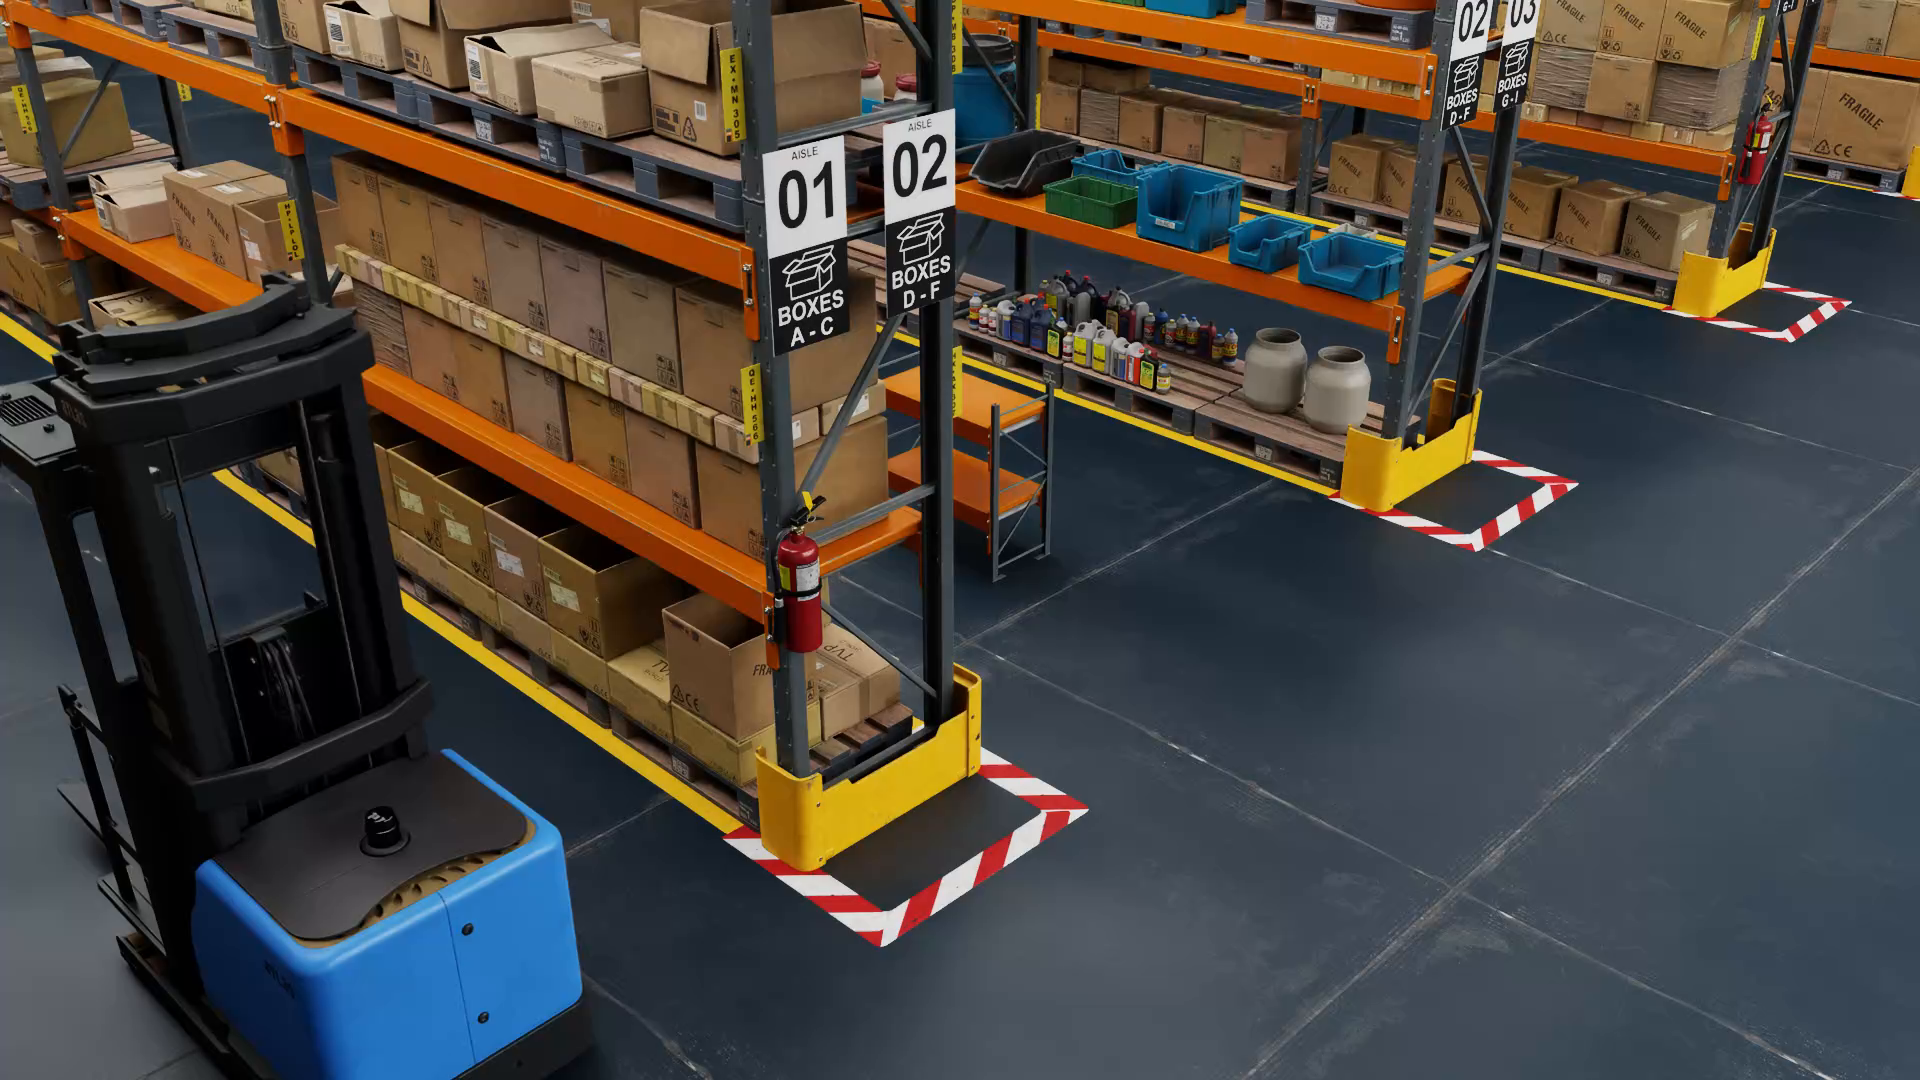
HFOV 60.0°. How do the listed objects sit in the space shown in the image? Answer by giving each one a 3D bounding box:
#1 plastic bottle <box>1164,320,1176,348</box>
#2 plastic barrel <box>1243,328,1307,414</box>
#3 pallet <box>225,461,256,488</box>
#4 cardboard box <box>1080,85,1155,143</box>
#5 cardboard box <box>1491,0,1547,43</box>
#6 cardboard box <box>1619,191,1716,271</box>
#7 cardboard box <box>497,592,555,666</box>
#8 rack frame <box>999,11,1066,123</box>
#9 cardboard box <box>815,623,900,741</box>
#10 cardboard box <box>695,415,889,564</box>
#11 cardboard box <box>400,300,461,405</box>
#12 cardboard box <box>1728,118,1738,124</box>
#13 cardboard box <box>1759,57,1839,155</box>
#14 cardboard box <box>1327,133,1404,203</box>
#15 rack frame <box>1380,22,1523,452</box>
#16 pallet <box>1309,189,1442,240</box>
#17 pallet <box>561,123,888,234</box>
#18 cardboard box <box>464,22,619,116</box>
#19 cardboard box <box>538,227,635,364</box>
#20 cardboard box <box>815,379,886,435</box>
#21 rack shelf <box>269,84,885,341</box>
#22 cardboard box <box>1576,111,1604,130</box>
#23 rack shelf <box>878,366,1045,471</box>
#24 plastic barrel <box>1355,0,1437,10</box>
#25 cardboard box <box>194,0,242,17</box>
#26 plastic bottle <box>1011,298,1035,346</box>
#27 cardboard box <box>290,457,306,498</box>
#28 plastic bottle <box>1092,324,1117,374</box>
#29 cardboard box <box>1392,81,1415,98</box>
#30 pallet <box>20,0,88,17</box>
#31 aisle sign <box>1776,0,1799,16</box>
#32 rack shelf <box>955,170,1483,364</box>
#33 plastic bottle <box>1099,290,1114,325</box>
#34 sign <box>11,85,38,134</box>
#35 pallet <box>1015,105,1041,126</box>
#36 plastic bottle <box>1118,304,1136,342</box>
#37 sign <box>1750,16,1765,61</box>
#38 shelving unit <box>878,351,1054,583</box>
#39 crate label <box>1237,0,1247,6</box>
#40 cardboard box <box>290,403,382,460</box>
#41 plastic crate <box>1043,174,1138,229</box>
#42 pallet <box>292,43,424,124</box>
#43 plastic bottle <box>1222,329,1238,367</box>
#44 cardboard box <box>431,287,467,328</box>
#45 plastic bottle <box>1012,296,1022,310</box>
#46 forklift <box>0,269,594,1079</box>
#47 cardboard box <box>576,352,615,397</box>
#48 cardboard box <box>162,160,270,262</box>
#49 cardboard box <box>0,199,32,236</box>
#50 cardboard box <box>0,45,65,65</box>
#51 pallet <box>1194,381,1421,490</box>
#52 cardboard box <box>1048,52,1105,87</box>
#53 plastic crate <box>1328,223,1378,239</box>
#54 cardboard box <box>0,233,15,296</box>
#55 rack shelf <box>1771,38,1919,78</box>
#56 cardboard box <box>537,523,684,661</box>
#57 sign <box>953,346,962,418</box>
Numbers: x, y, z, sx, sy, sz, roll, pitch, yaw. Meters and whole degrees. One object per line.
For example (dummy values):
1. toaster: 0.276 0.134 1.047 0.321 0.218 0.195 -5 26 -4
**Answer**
1. plastic bottle: 1.593 -1.560 12.528 0.097 0.201 0.097 0 28 0
2. plastic barrel: 2.174 -1.170 11.473 0.421 0.512 0.421 0 28 0
3. pallet: -4.701 -0.786 11.518 1.213 0.211 1.003 25 36 38
4. cardboard box: 1.718 -4.686 18.151 0.500 0.500 0.700 21 34 34
5. cardboard box: 4.895 -4.583 14.241 0.500 0.500 0.500 25 36 38
6. cardboard box: 6.093 -2.664 14.329 0.500 0.500 0.500 -18 33 -30
7. cardboard box: -2.089 0.379 8.809 0.500 0.250 0.500 25 36 38
8. rack frame: 0.822 -5.986 18.411 0.127 3.000 1.000 25 36 38
9. cardboard box: -0.648 0.693 8.212 0.500 0.250 0.500 25 36 38
10. cardboard box: -0.745 -0.290 7.471 0.500 0.500 0.700 25 36 38
11. cardboard box: -2.572 -1.126 9.061 0.500 0.500 0.700 24 36 38
12. cardboard box: 6.490 -3.437 13.833 0.250 0.149 0.380 25 36 38
13. cardboard box: 8.917 -4.720 17.835 0.875 0.875 0.875 24 36 38
14. cardboard box: 3.931 -3.617 16.139 0.500 0.500 0.500 23 36 37
15. rack frame: 3.054 -1.732 10.321 0.127 3.000 1.000 25 36 38
16. pallet: 4.178 -3.239 16.183 1.213 0.211 1.003 25 36 38
17. pallet: -0.907 -1.617 6.974 1.213 0.211 1.003 25 36 38
18. cardboard box: -1.824 -2.095 7.282 0.500 0.311 0.500 -20 34 -34
19. cardboard box: -1.522 -1.216 7.837 0.500 0.500 0.700 25 37 39
20. cardboard box: -0.550 -0.620 7.402 0.250 0.149 0.380 24 36 38
21. rack shelf: -1.848 -1.751 7.907 4.000 0.370 1.077 25 36 38
22. cardboard box: 5.470 -3.617 14.176 0.250 0.149 0.380 25 36 38
23. rack shelf: -0.005 -0.759 9.856 1.000 0.278 0.538 25 36 38
24. plastic barrel: 2.618 -3.552 9.646 0.708 0.830 0.600 25 36 38
25. cardboard box: -4.100 -3.224 9.645 0.500 0.250 0.500 21 34 34
26. plastic bottle: 0.486 -1.658 12.554 0.144 0.351 0.185 -24 36 -38
27. cardboard box: -3.773 -0.402 10.296 0.500 0.250 0.500 24 36 38
28. plastic bottle: 1.057 -1.397 12.058 0.144 0.351 0.185 -24 36 -37
29. cardboard box: 4.168 -4.163 15.214 0.250 0.149 0.380 25 36 38
30. pallet: -5.579 -3.752 11.142 1.213 0.211 1.003 -23 36 -37
31. aisle sign: 6.360 -4.406 12.614 0.004 0.787 0.394 25 36 38
32. rack shelf: 1.628 -2.066 11.729 4.000 0.370 1.077 25 36 38
33. plastic bottle: 1.145 -1.813 12.921 0.061 0.283 0.133 -22 35 -36
34. sign: -6.500 -2.994 11.562 0.005 0.325 0.100 25 36 38
35. pallet: 0.313 -5.034 19.597 1.213 0.211 1.003 25 36 38
36. plastic bottle: 1.269 -1.657 12.625 0.133 0.283 0.061 25 36 38
37. sign: 6.123 -3.850 12.766 0.005 0.325 0.100 25 36 38
38. shelving unit: -0.005 -0.500 9.992 1.048 1.125 0.538 25 36 38
39. crate label: 1.951 -3.714 11.027 0.408 0.251 0.502 25 36 38
40. cardboard box: -3.764 -0.649 10.161 0.500 0.311 0.500 25 36 38
41. plastic crate: 0.972 -2.407 11.832 0.662 0.188 0.450 25 36 38
42. pallet: -2.647 -2.413 8.489 1.213 0.211 1.003 25 36 38
43. plastic bottle: 1.980 -1.414 12.175 0.097 0.271 0.097 0 28 0
44. cardboard box: -2.489 -1.241 8.583 0.250 0.149 0.380 23 36 37
45. plastic bottle: 0.446 -1.719 12.742 0.133 0.283 0.061 25 36 38
46. forklift: -2.831 0.386 6.366 3.031 2.935 1.130 24 36 38
47. cardboard box: -1.563 -0.819 7.780 0.380 0.149 0.250 -24 36 -38
48. cardboard box: -4.918 -2.202 11.107 0.500 0.500 0.500 22 35 36
49. cardboard box: -7.733 -2.697 13.563 0.500 0.250 0.500 24 36 37
50. cardboard box: -7.675 -3.679 13.465 0.500 0.500 0.700 15 31 26
51. pallet: 2.391 -0.774 11.495 1.213 0.211 1.003 25 36 38
52. cardboard box: 1.321 -5.198 18.319 0.500 0.250 0.500 -24 36 -37
53. plastic crate: 2.641 -2.014 11.140 0.250 0.136 0.298 25 36 38
54. cardboard box: -7.705 -2.353 13.716 0.500 0.500 0.500 23 35 37
55. rack shelf: 8.650 -5.323 17.923 4.000 0.370 1.077 25 36 38
56. cardboard box: -1.736 0.212 8.321 0.500 0.500 0.500 25 36 38
57. sign: -0.028 -0.690 7.323 0.005 0.325 0.100 25 36 38
